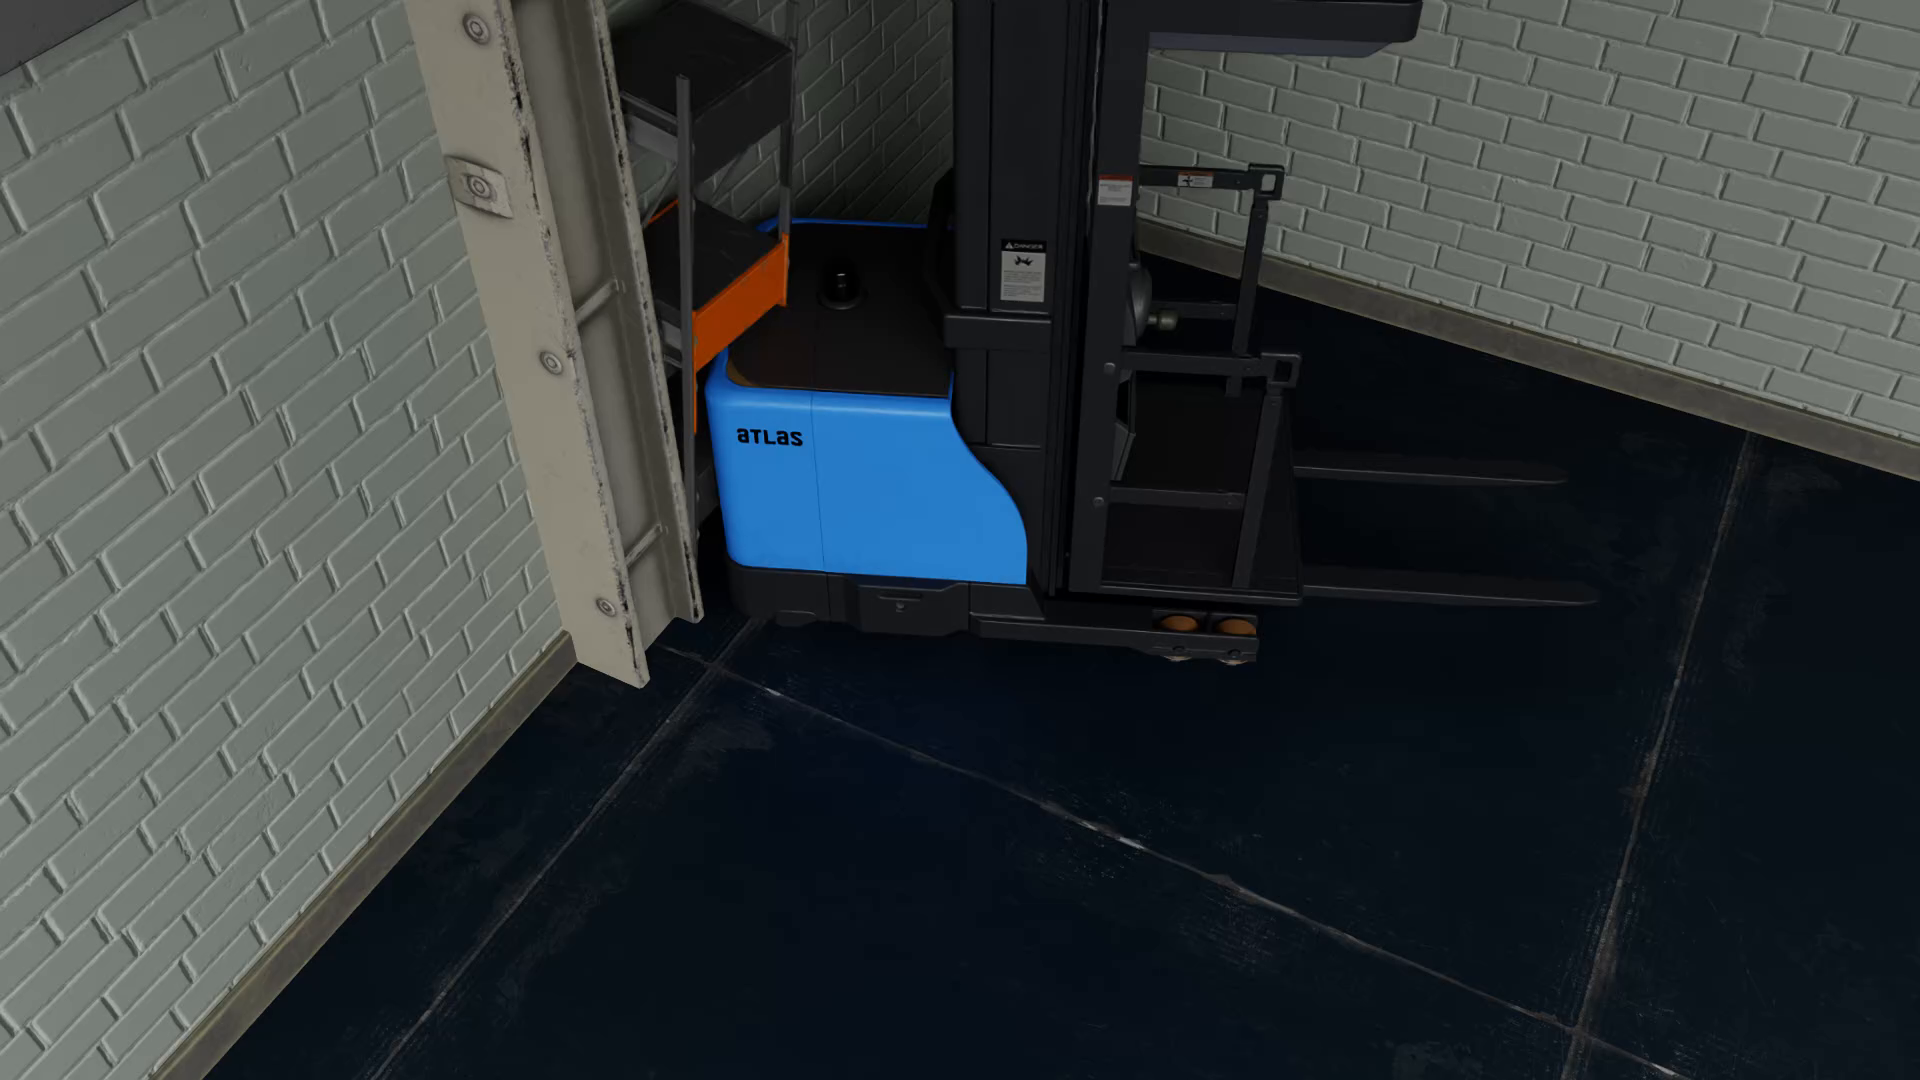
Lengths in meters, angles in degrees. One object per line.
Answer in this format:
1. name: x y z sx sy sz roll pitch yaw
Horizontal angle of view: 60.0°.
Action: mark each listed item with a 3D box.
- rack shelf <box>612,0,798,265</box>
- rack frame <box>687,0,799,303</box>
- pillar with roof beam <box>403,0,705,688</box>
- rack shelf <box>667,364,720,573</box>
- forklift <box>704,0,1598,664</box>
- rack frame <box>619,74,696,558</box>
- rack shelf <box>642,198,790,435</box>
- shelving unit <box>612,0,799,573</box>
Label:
1. rack shelf: -0.789 -1.202 4.815 0.431 0.518 0.480 29 51 16
2. rack frame: -0.735 -0.900 5.475 0.400 2.100 0.015 29 51 16
3. pillar with roof beam: 2.669 -1.403 1.310 9.100 9.000 0.400 20 49 19
4. rack shelf: -0.942 -0.287 5.863 0.431 0.518 0.480 29 51 16
5. forklift: 0.721 -0.993 5.171 3.031 2.935 1.130 4 45 4
6. rack frame: -0.993 -0.607 5.182 0.400 2.100 0.015 29 51 16
7. rack shelf: -0.865 -0.745 5.339 0.431 0.518 0.480 29 51 16
8. shelving unit: -0.864 -0.753 5.329 0.431 2.100 0.503 29 51 16
